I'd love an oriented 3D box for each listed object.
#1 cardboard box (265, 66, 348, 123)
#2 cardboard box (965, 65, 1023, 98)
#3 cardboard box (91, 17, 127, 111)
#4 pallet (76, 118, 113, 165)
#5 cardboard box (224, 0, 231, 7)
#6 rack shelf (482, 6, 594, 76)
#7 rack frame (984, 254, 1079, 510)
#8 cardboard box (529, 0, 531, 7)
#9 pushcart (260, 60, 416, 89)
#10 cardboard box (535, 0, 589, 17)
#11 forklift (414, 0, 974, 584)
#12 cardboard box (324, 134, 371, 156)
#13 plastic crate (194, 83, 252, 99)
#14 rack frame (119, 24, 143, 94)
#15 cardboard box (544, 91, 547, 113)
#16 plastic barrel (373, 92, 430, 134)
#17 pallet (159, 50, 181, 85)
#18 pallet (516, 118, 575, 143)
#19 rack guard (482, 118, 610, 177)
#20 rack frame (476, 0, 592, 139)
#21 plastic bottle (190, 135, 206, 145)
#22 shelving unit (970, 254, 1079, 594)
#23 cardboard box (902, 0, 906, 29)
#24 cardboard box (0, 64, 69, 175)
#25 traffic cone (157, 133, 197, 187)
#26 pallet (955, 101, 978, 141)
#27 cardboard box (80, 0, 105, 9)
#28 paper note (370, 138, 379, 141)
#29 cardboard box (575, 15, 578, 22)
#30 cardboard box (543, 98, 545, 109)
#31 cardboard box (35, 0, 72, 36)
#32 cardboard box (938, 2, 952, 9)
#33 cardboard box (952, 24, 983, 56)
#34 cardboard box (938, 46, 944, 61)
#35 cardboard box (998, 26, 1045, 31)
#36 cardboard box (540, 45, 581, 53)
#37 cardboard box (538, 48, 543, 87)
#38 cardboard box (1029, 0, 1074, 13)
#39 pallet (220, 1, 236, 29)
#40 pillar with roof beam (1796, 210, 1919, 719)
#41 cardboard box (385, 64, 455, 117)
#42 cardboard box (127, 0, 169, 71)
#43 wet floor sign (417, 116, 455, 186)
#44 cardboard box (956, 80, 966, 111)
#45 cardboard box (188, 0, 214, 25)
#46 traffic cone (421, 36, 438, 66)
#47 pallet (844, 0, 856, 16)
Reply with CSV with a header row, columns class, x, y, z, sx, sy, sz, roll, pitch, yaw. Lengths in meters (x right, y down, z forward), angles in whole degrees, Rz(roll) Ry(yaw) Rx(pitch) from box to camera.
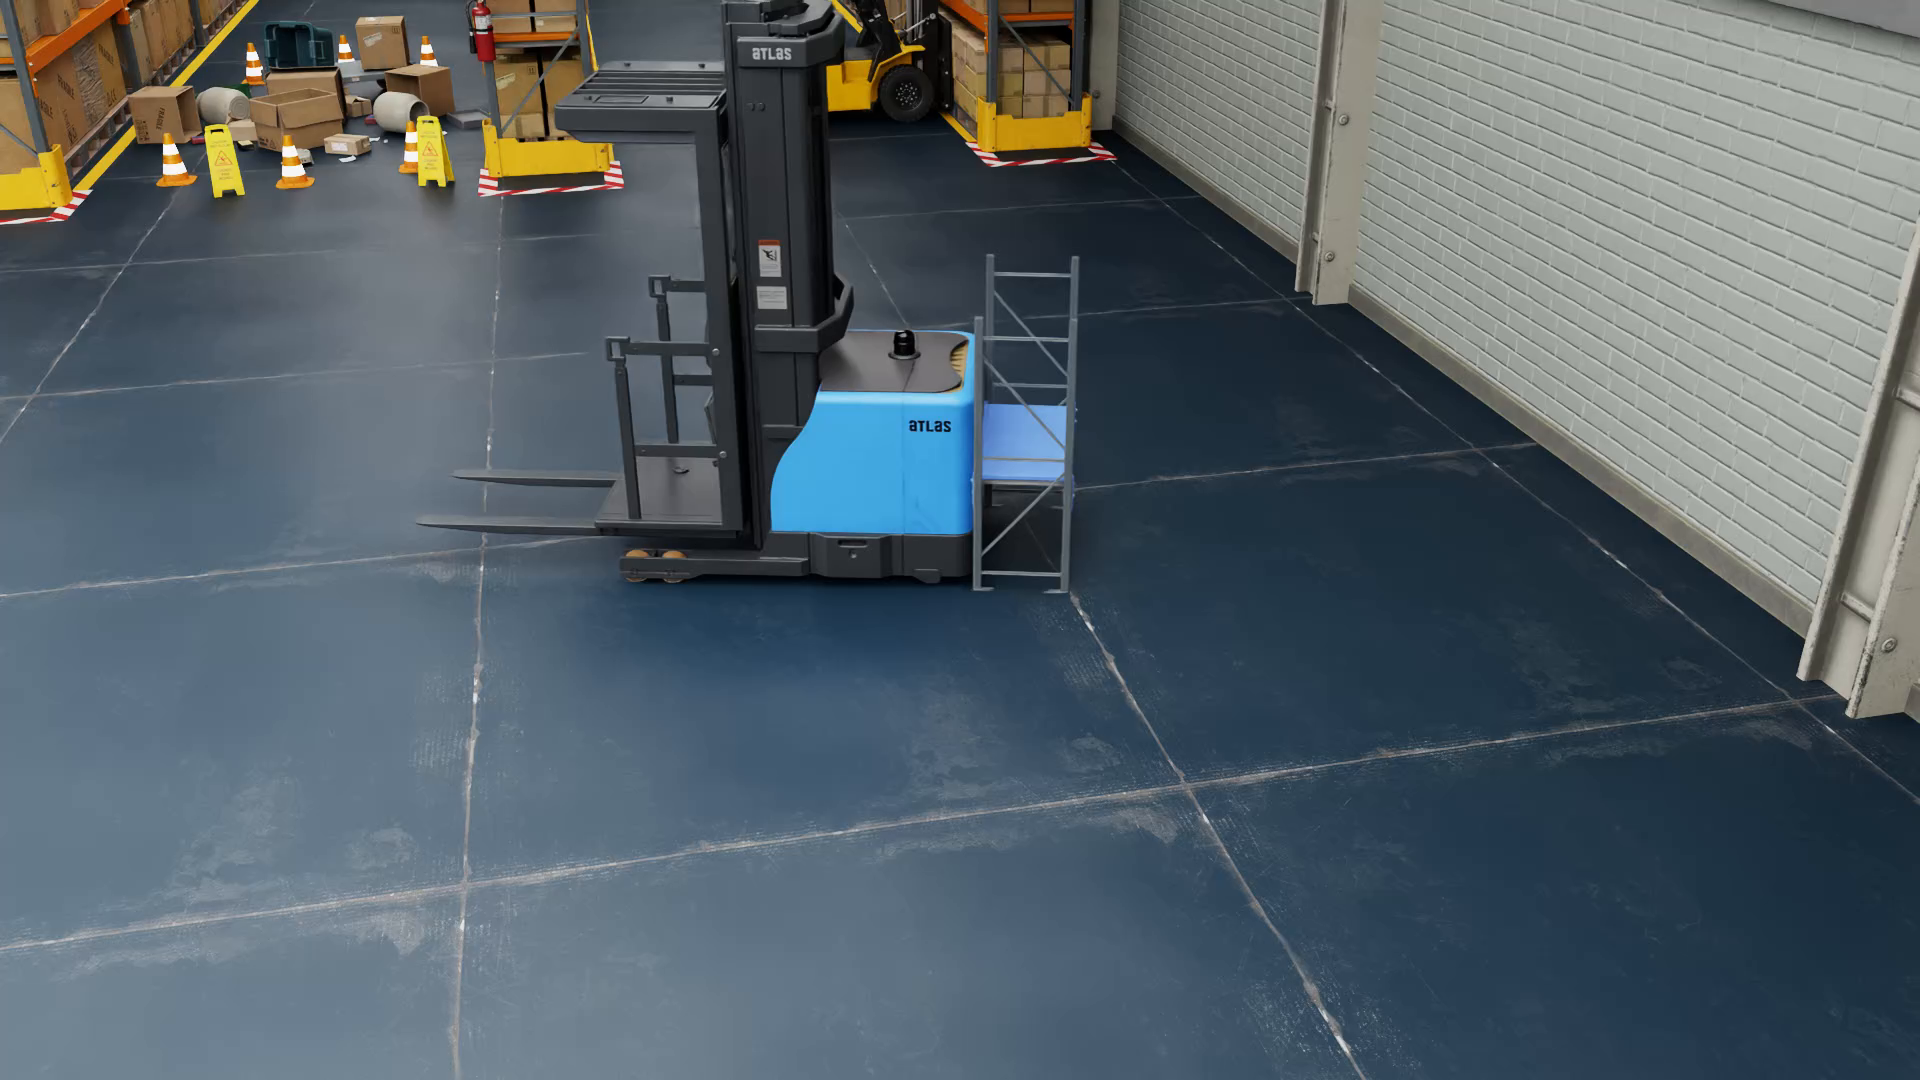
class,x,y,z,sx,sy,sz,roll,pitch,yaw
cardboard box,-7.144,-4.856,18.162,0.797,0.637,0.503,-6,27,-12
cardboard box,0.358,-4.857,17.575,0.500,0.250,0.500,-6,27,-12
cardboard box,-9.690,-5.151,18.019,0.875,0.875,0.875,-6,27,-11
pallet,-9.390,-4.072,17.084,1.003,0.211,1.213,-6,27,-12
cardboard box,-10.928,-8.029,24.136,0.500,0.500,0.500,-7,28,-13
rack shelf,-4.513,-5.543,17.702,1.077,0.370,4.000,-6,27,-12
rack frame,0.391,-0.859,9.286,0.500,1.500,0.032,2,27,4
cardboard box,-4.562,-5.595,16.564,0.500,0.500,0.500,-6,27,-11
pushcart,-7.174,-5.318,19.368,1.648,0.377,0.936,-16,31,-29
cardboard box,-3.899,-5.400,16.179,0.500,0.500,0.500,-6,27,-12
forklift,-1.406,-1.318,8.608,3.031,2.935,1.130,1,27,3
cardboard box,-6.326,-4.084,17.176,0.380,0.149,0.250,8,28,15
plastic crate,-8.448,-5.023,18.929,0.450,0.188,0.662,-2,25,20
rack frame,-9.764,-6.195,18.196,1.000,3.000,0.127,-6,27,-12
cardboard box,-4.218,-4.792,18.000,0.500,0.250,0.500,-4,27,-8
plastic barrel,-6.003,-4.589,17.873,0.512,0.421,0.421,13,30,24
pallet,-10.290,-5.818,20.543,1.003,0.211,1.213,-6,27,-12
pallet,-4.228,-4.135,17.209,1.003,0.211,1.213,-6,27,-12
rack guard,-4.080,-3.904,16.430,1.175,0.500,0.348,-6,27,-12
rack frame,-4.062,-4.987,15.800,1.000,3.000,0.127,-6,27,-12
plastic bottle,-7.971,-4.238,17.578,0.283,0.061,0.133,-16,31,-29
shelving unit,0.355,-0.630,8.833,0.538,1.500,1.048,2,27,4
cardboard box,-0.257,-6.603,21.173,0.875,0.625,0.625,-5,27,-9
cardboard box,-9.080,-3.969,15.677,0.875,0.875,0.875,-6,27,-11
traffic cone,-7.599,-3.684,16.036,0.336,0.463,0.334,-6,27,-12
pallet,0.560,-4.579,18.087,1.003,0.211,1.213,-6,27,-12
cardboard box,-9.523,-5.863,17.370,0.875,0.550,0.550,-6,27,-12
paper note,-6.260,-4.257,17.663,0.148,0.019,0.142,3,27,6
cardboard box,-3.989,-5.279,16.658,0.380,0.149,0.250,-7,28,-13
cardboard box,-4.739,-4.731,17.881,0.500,0.250,0.500,-7,28,-13
cardboard box,-9.139,-5.163,15.983,0.875,0.550,0.550,-6,27,-12
cardboard box,-0.220,-6.185,19.650,0.500,0.250,0.500,-6,27,-12
cardboard box,0.121,-5.513,18.320,0.500,0.250,0.500,-6,27,-11
cardboard box,0.010,-5.523,18.894,0.500,0.250,0.500,-6,27,-12
cardboard box,0.630,-5.568,18.429,0.500,0.250,0.500,-6,27,-12
cardboard box,-4.103,-4.903,17.388,0.500,0.500,0.500,-7,28,-14
cardboard box,-4.725,-5.057,17.694,0.500,0.500,0.500,-7,28,-13
cardboard box,0.932,-5.782,17.267,0.500,0.500,0.500,-5,27,-10
pallet,-11.111,-7.584,24.042,1.003,0.211,1.213,-6,27,-12
pillar with roof beam,0.004,-2.862,4.934,9.100,9.000,0.400,-6,27,-12
cardboard box,-6.048,-5.019,18.636,0.500,0.500,0.500,13,30,24
cardboard box,-10.205,-6.066,19.970,1.050,0.750,0.750,-6,27,-12
wet floor sign,-5.062,-3.743,15.950,0.267,0.644,0.232,3,27,6
cardboard box,0.256,-4.846,18.107,0.500,0.250,0.500,-6,27,-12
cardboard box,-10.576,-7.359,22.810,0.500,0.500,0.500,-7,28,-14
traffic cone,-6.607,-6.012,20.648,0.336,0.463,0.334,-6,27,-12
pallet,-1.162,-8.091,25.046,1.003,0.211,1.213,-6,27,-12
